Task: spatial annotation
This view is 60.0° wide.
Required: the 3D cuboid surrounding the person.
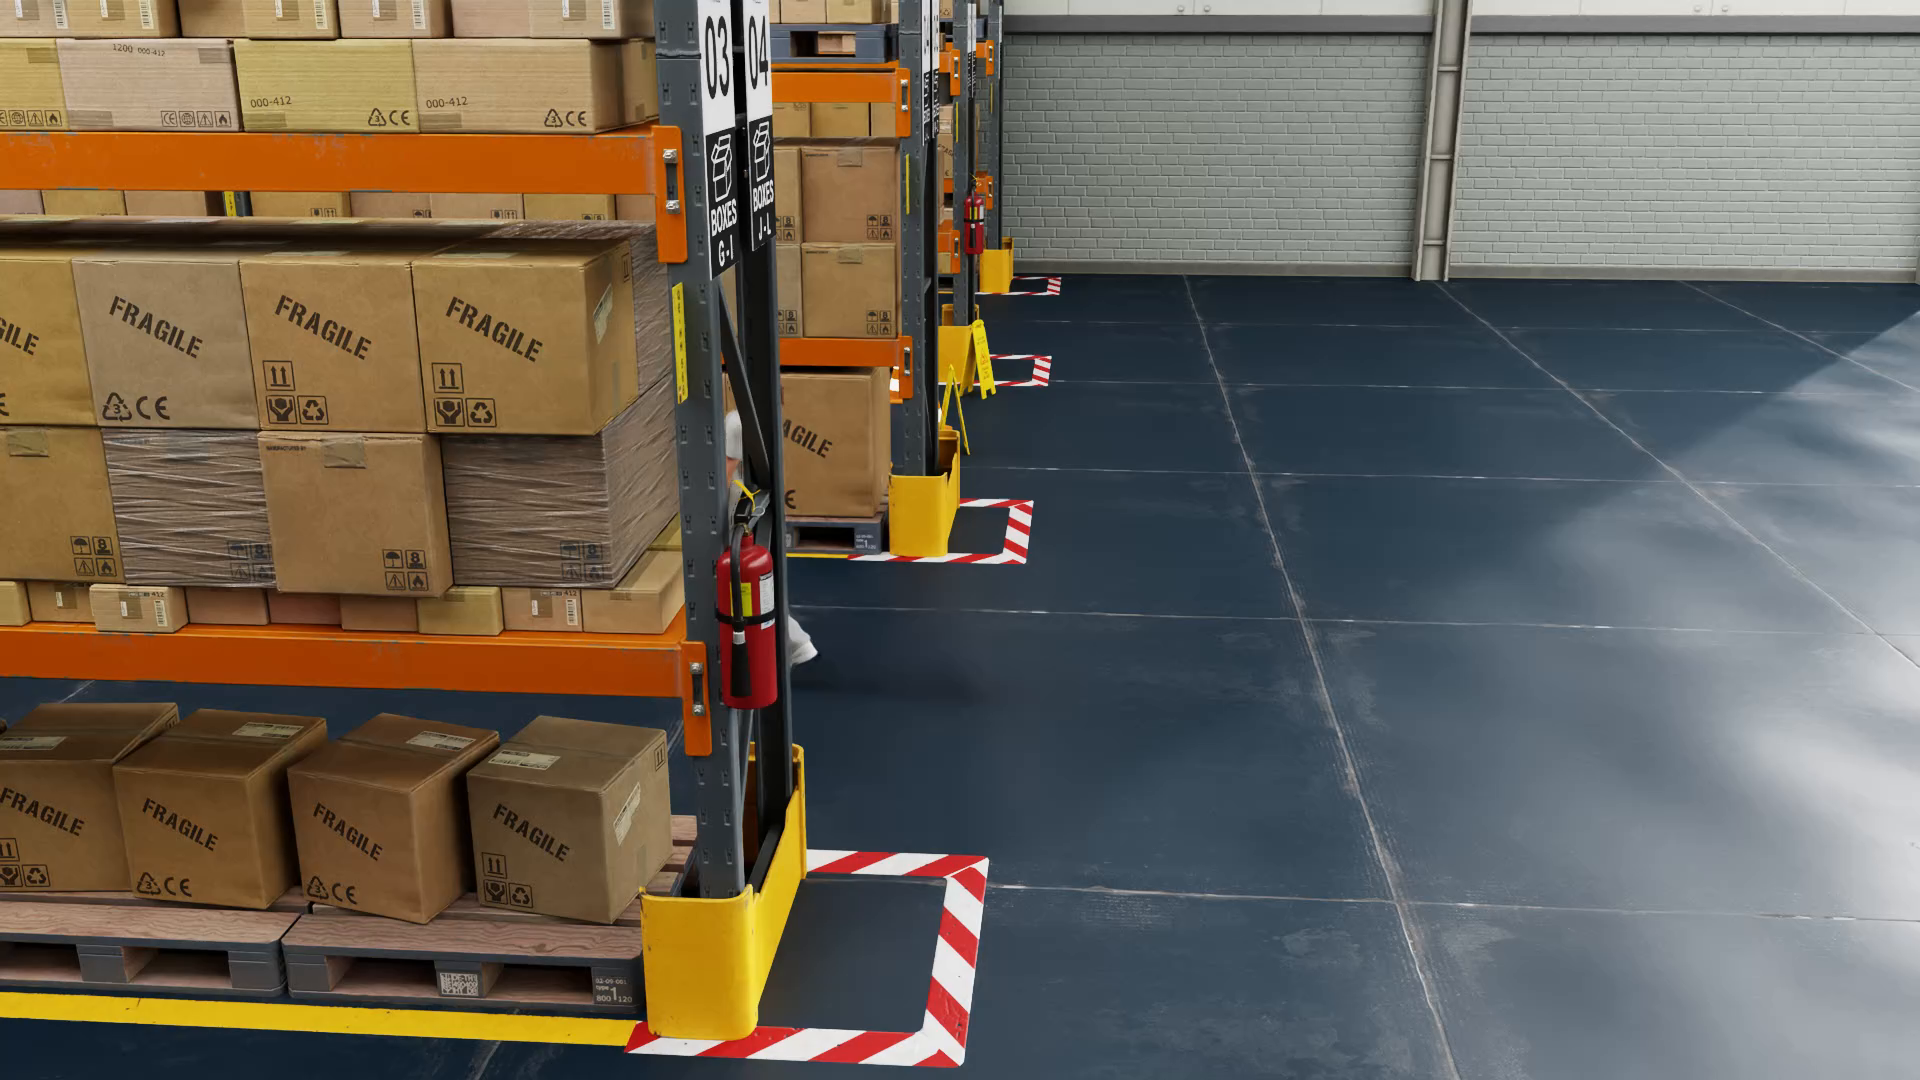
[{"bbox_3d":[-1.078,-0.139,7.999,0.857,1.638,0.446,4,18,13],"label":"person"}]
